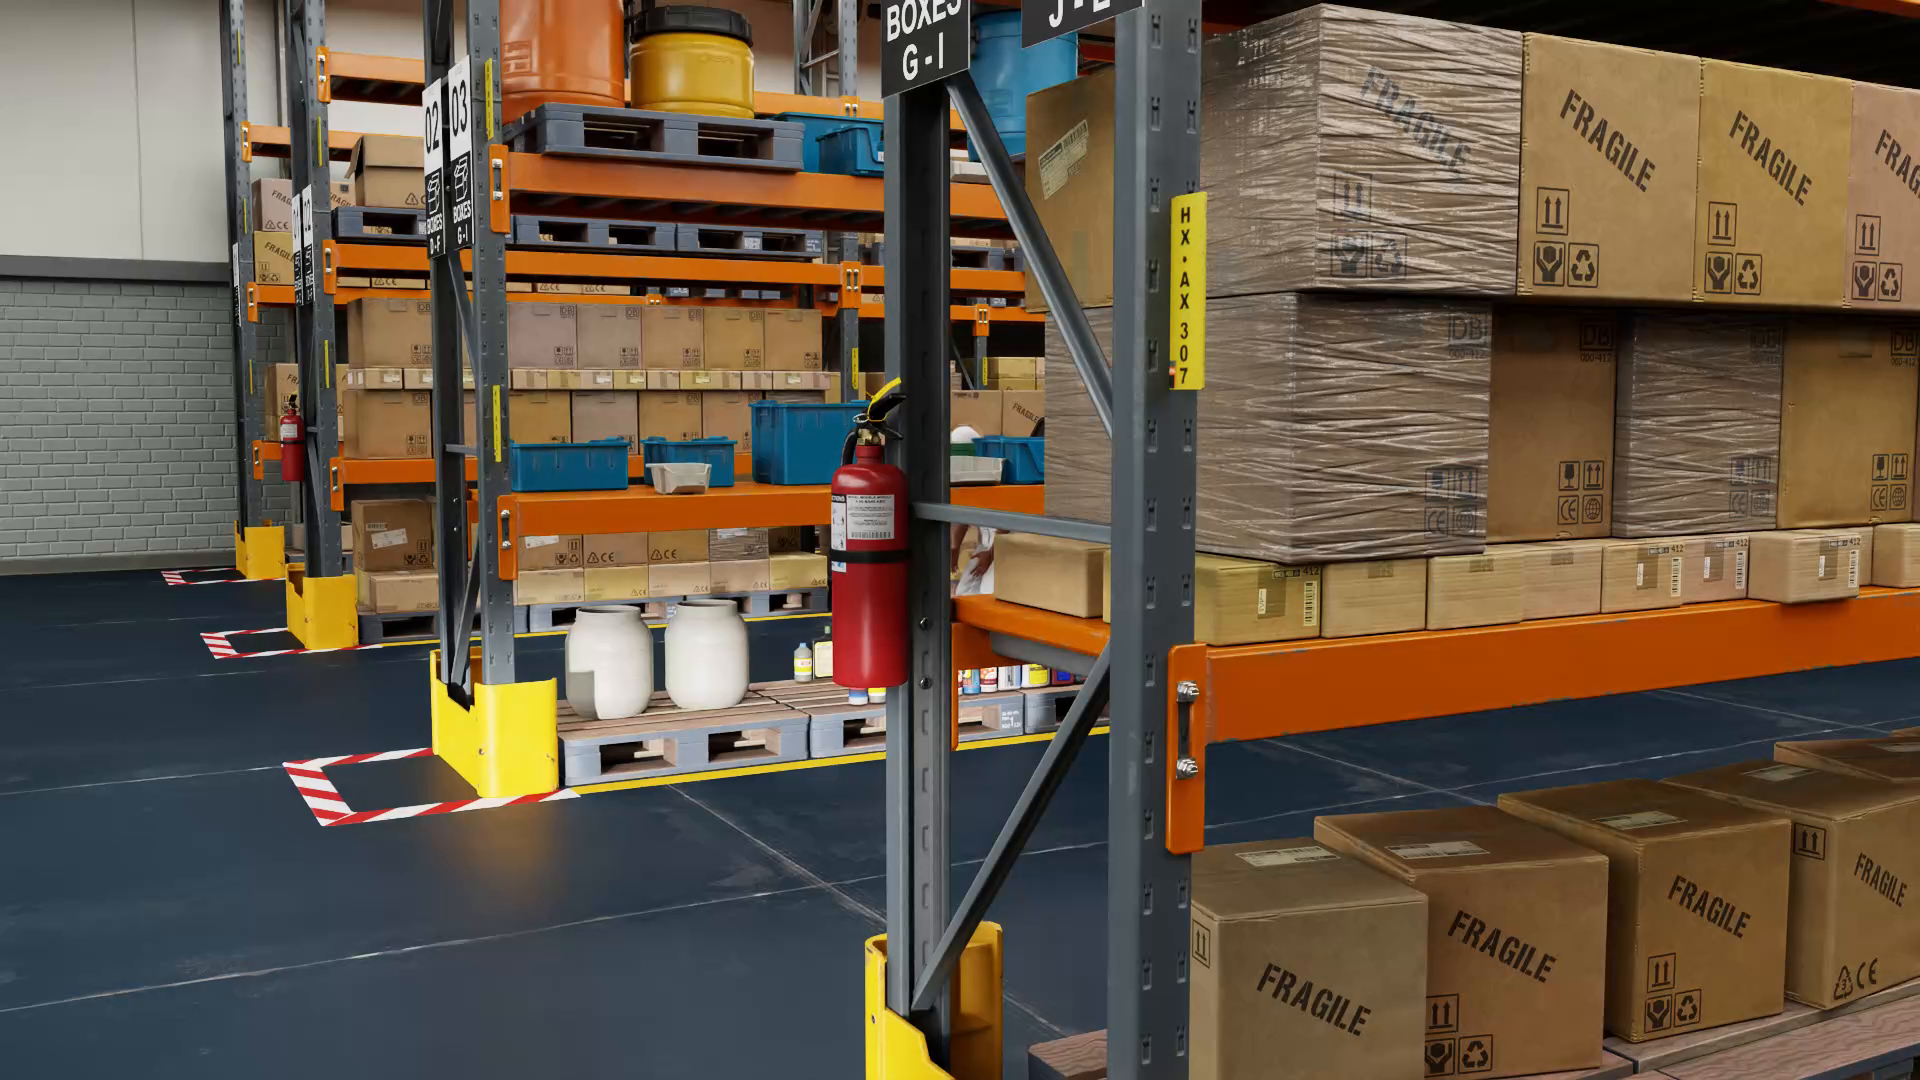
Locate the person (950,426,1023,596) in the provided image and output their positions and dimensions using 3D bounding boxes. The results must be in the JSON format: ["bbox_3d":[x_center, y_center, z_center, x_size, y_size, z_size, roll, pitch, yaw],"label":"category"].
[{"bbox_3d":[0.193,0.051,10.687,0.644,1.568,0.622,-3,6,-28],"label":"person"}]
